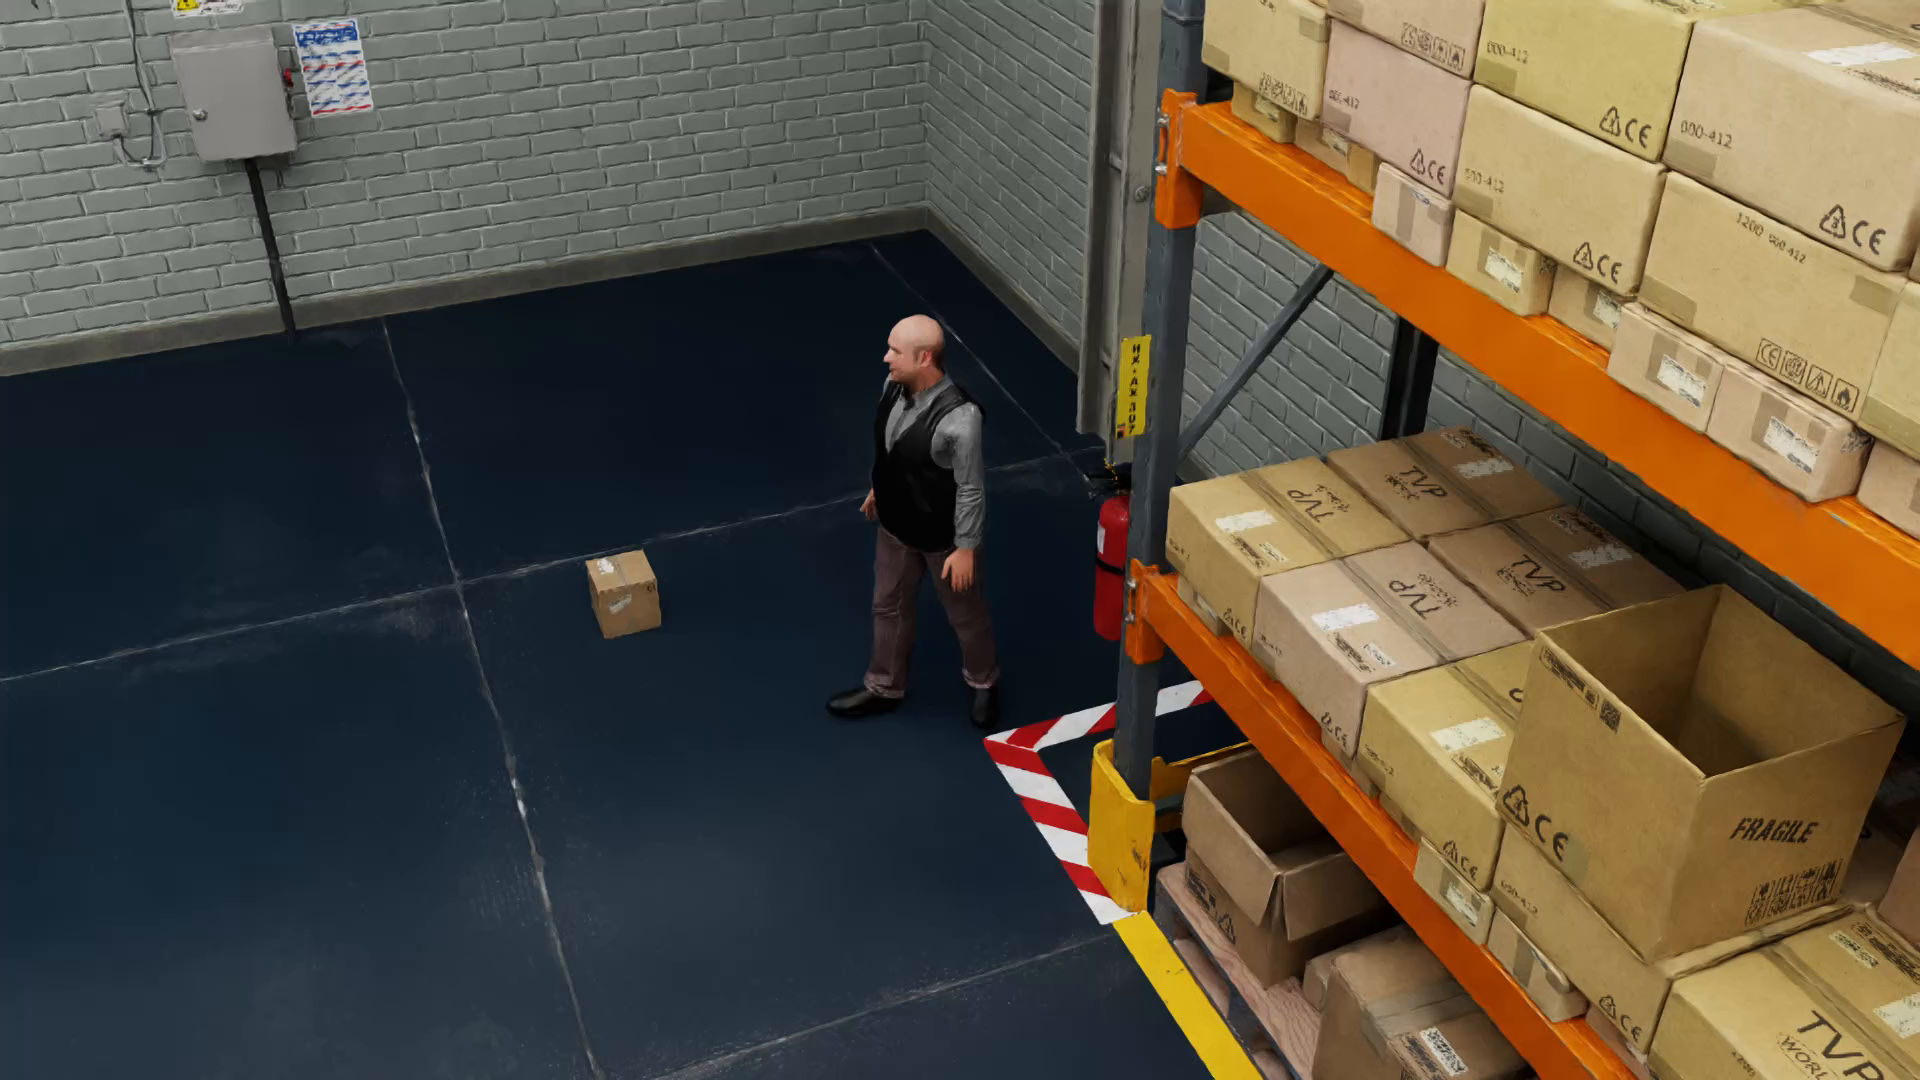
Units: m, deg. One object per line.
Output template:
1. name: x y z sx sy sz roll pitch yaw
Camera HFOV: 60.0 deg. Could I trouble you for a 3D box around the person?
1. person: -0.173 -0.047 6.223 0.630 1.722 0.655 -26 41 -33
